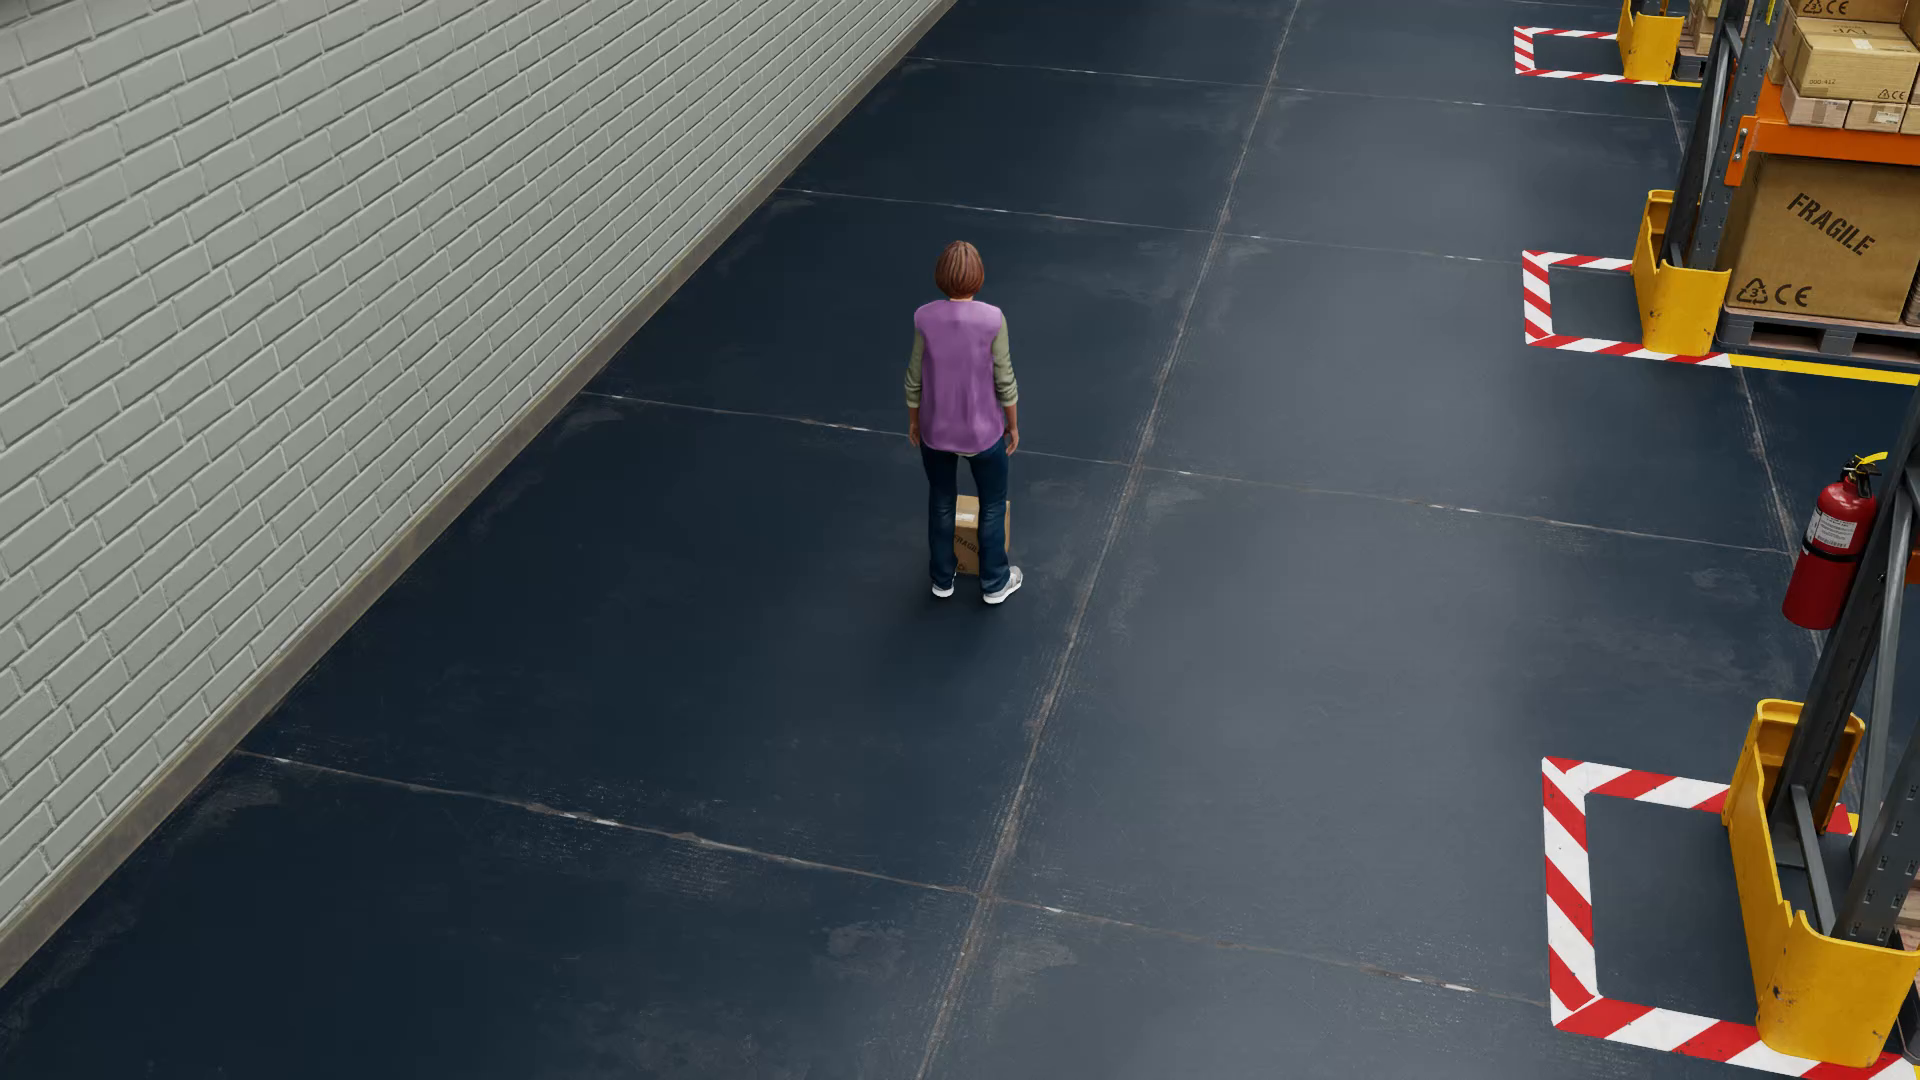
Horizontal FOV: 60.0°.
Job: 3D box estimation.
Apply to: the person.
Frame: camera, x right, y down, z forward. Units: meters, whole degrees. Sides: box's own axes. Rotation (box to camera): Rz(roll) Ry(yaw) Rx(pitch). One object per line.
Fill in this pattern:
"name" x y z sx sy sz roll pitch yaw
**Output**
"person" 0.016 -0.364 6.888 0.483 1.392 0.346 6 34 9
